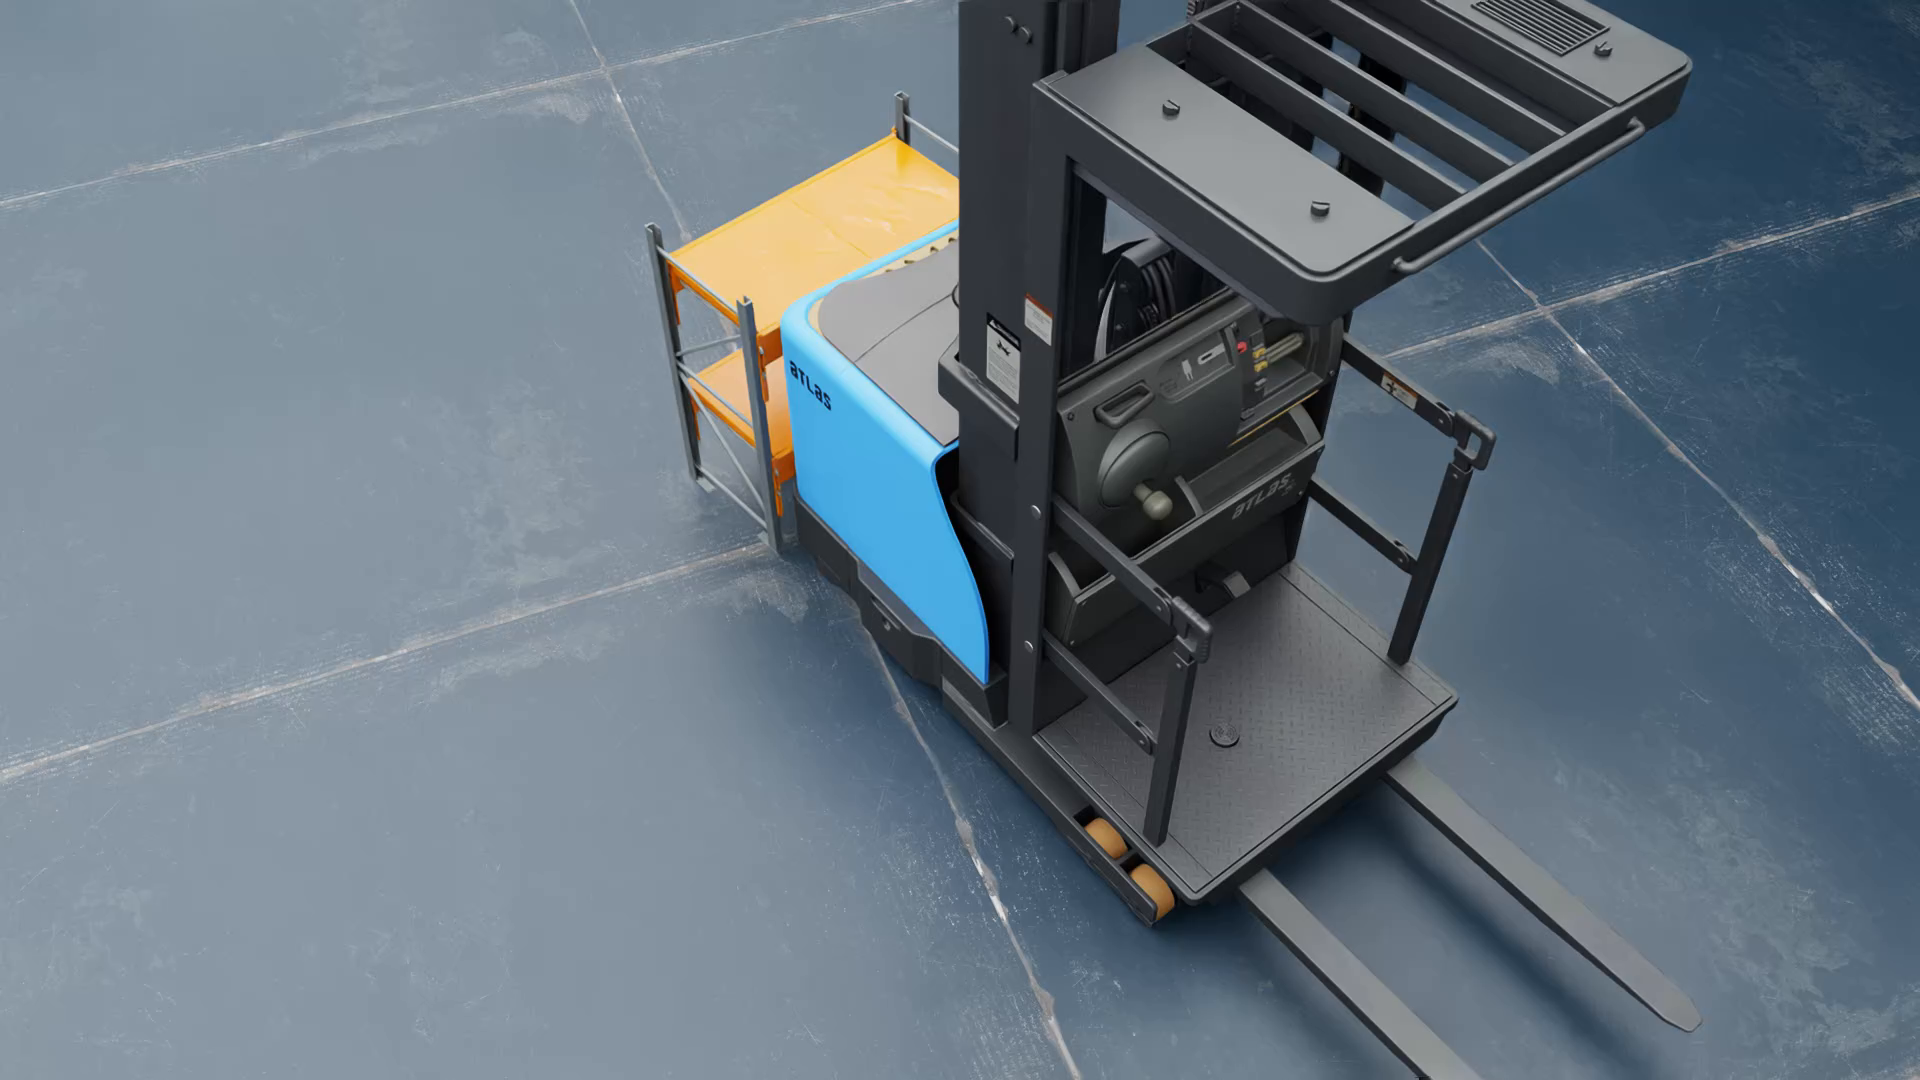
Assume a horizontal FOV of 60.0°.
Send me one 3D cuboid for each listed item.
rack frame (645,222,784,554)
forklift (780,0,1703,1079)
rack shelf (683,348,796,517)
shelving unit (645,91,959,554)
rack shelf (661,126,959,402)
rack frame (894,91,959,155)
[{"bbox_3d":[-0.787,-0.464,5.407,0.032,1.125,0.500,-35,58,-26],"label":"rack frame"},{"bbox_3d":[0.755,-0.291,4.068,1.130,2.935,3.031,-31,56,-24],"label":"forklift"},{"bbox_3d":[-0.413,-0.567,5.817,1.000,0.278,0.538,-35,58,-26],"label":"rack shelf"},{"bbox_3d":[-0.413,-0.726,5.632,1.048,1.125,0.538,-35,58,-26],"label":"shelving unit"},{"bbox_3d":[-0.413,-0.917,5.410,1.000,0.278,0.538,-35,58,-26],"label":"rack shelf"},{"bbox_3d":[-0.040,-0.988,5.857,0.032,1.125,0.500,-35,58,-26],"label":"rack frame"}]
